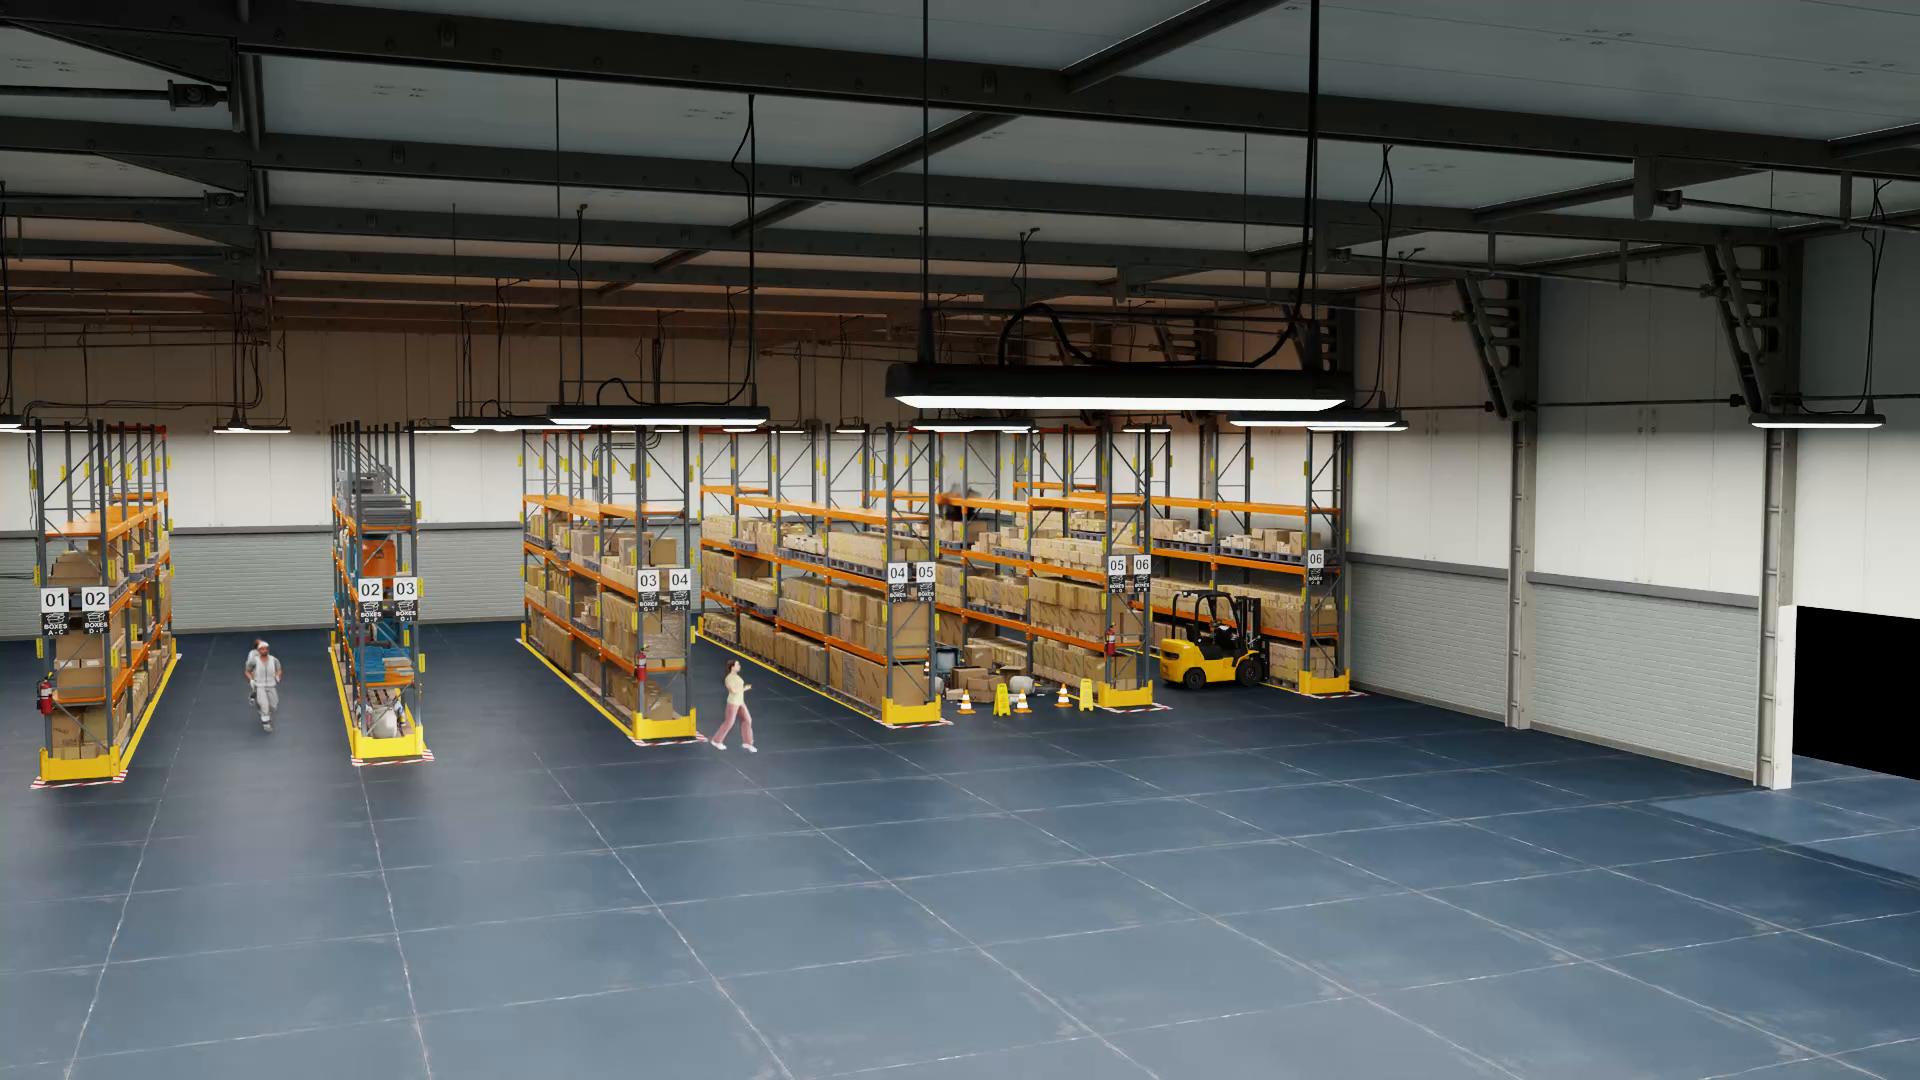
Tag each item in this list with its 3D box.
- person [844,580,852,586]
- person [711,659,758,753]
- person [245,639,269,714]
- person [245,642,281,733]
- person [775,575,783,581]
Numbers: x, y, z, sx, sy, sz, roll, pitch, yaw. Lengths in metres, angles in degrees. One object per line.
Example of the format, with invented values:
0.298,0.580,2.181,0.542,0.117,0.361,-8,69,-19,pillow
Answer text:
-3.476,1.765,51.140,0.570,1.550,0.559,-1,4,-9,person
-4.087,2.999,30.050,0.845,1.703,0.554,1,4,10,person
-14.515,2.806,34.406,0.522,1.554,0.598,-3,5,-40,person
-13.451,2.839,32.152,0.651,1.747,0.692,-3,4,-37,person
-5.226,1.836,48.197,0.655,1.731,0.628,-3,5,-38,person
